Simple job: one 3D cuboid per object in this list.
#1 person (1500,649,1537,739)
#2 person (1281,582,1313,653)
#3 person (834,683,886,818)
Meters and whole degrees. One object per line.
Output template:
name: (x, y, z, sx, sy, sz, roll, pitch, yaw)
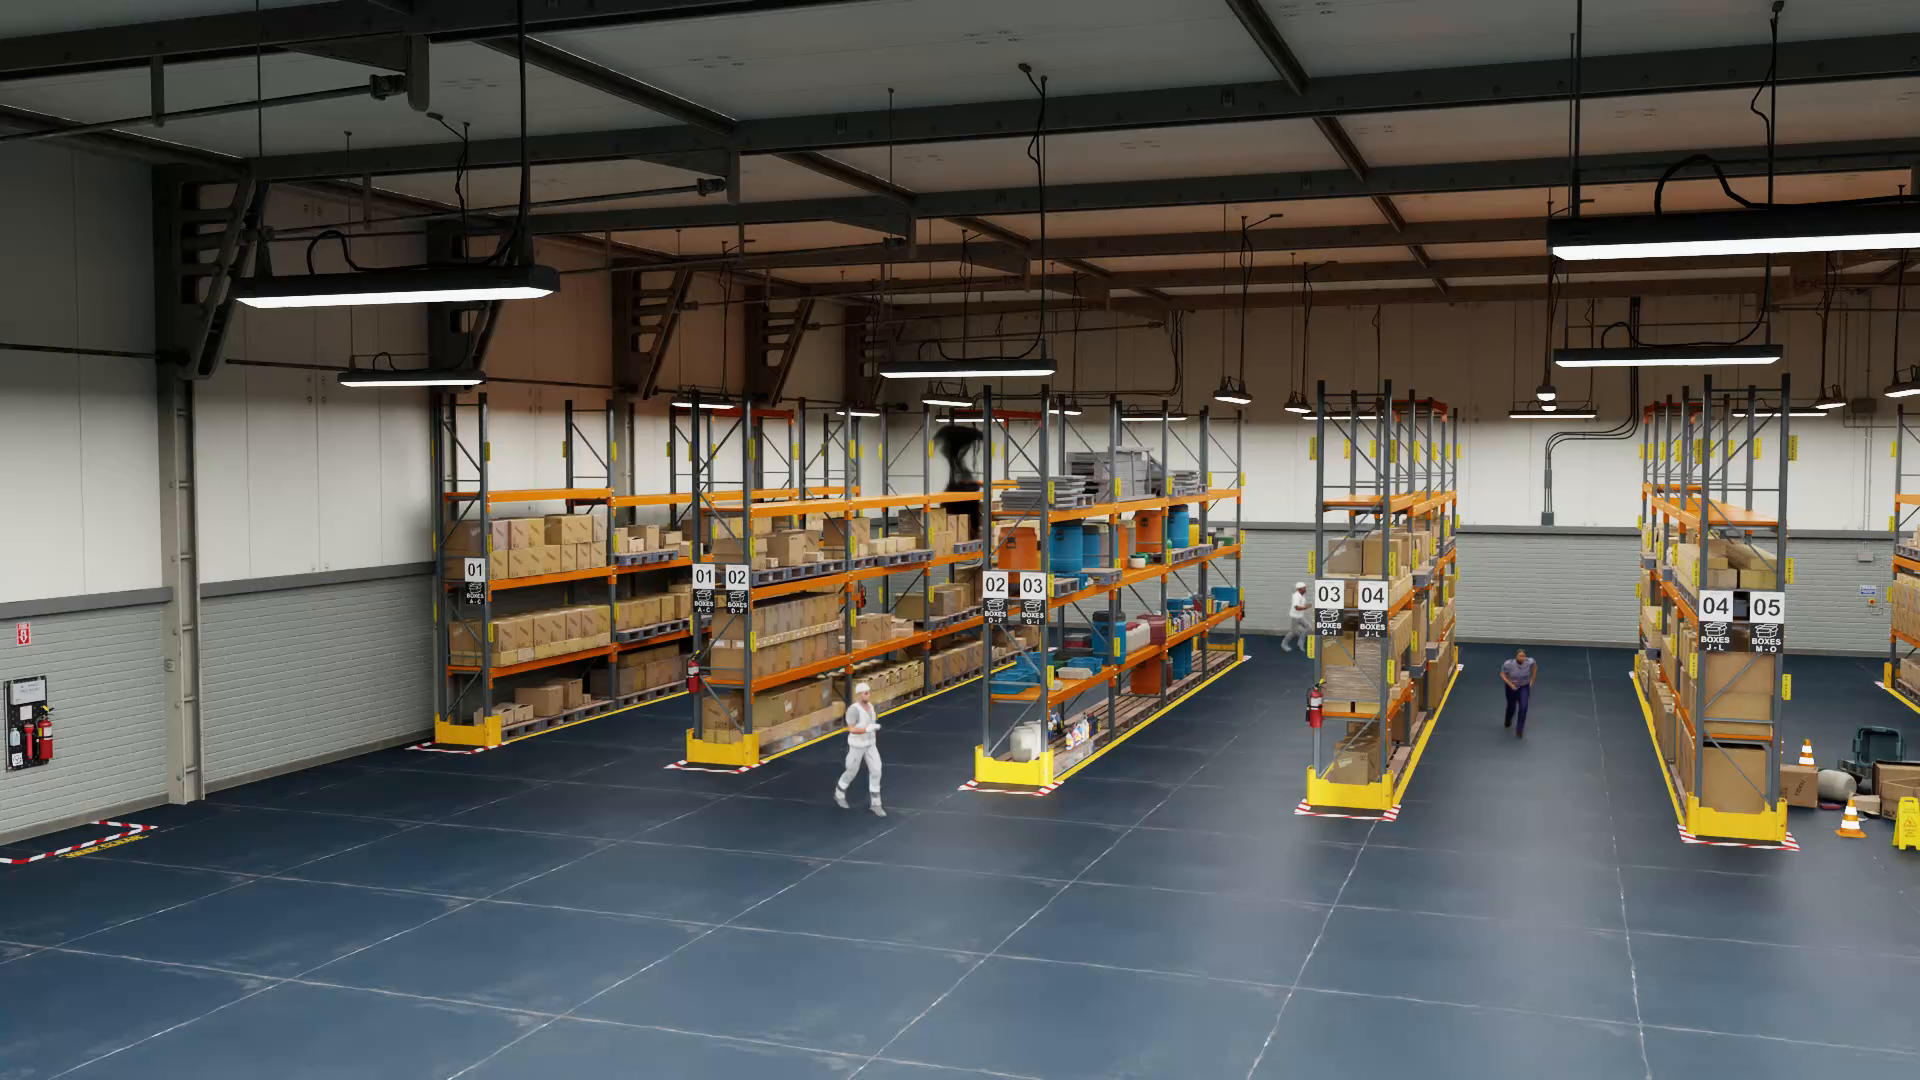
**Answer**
person: (9.828, 2.685, 29.369, 0.641, 1.598, 0.976, 0, 3, 4)
person: (8.396, 1.924, 41.373, 0.815, 1.765, 0.732, 2, 3, 27)
person: (-1.373, 2.865, 22.904, 0.904, 1.825, 0.652, 3, 4, 43)
